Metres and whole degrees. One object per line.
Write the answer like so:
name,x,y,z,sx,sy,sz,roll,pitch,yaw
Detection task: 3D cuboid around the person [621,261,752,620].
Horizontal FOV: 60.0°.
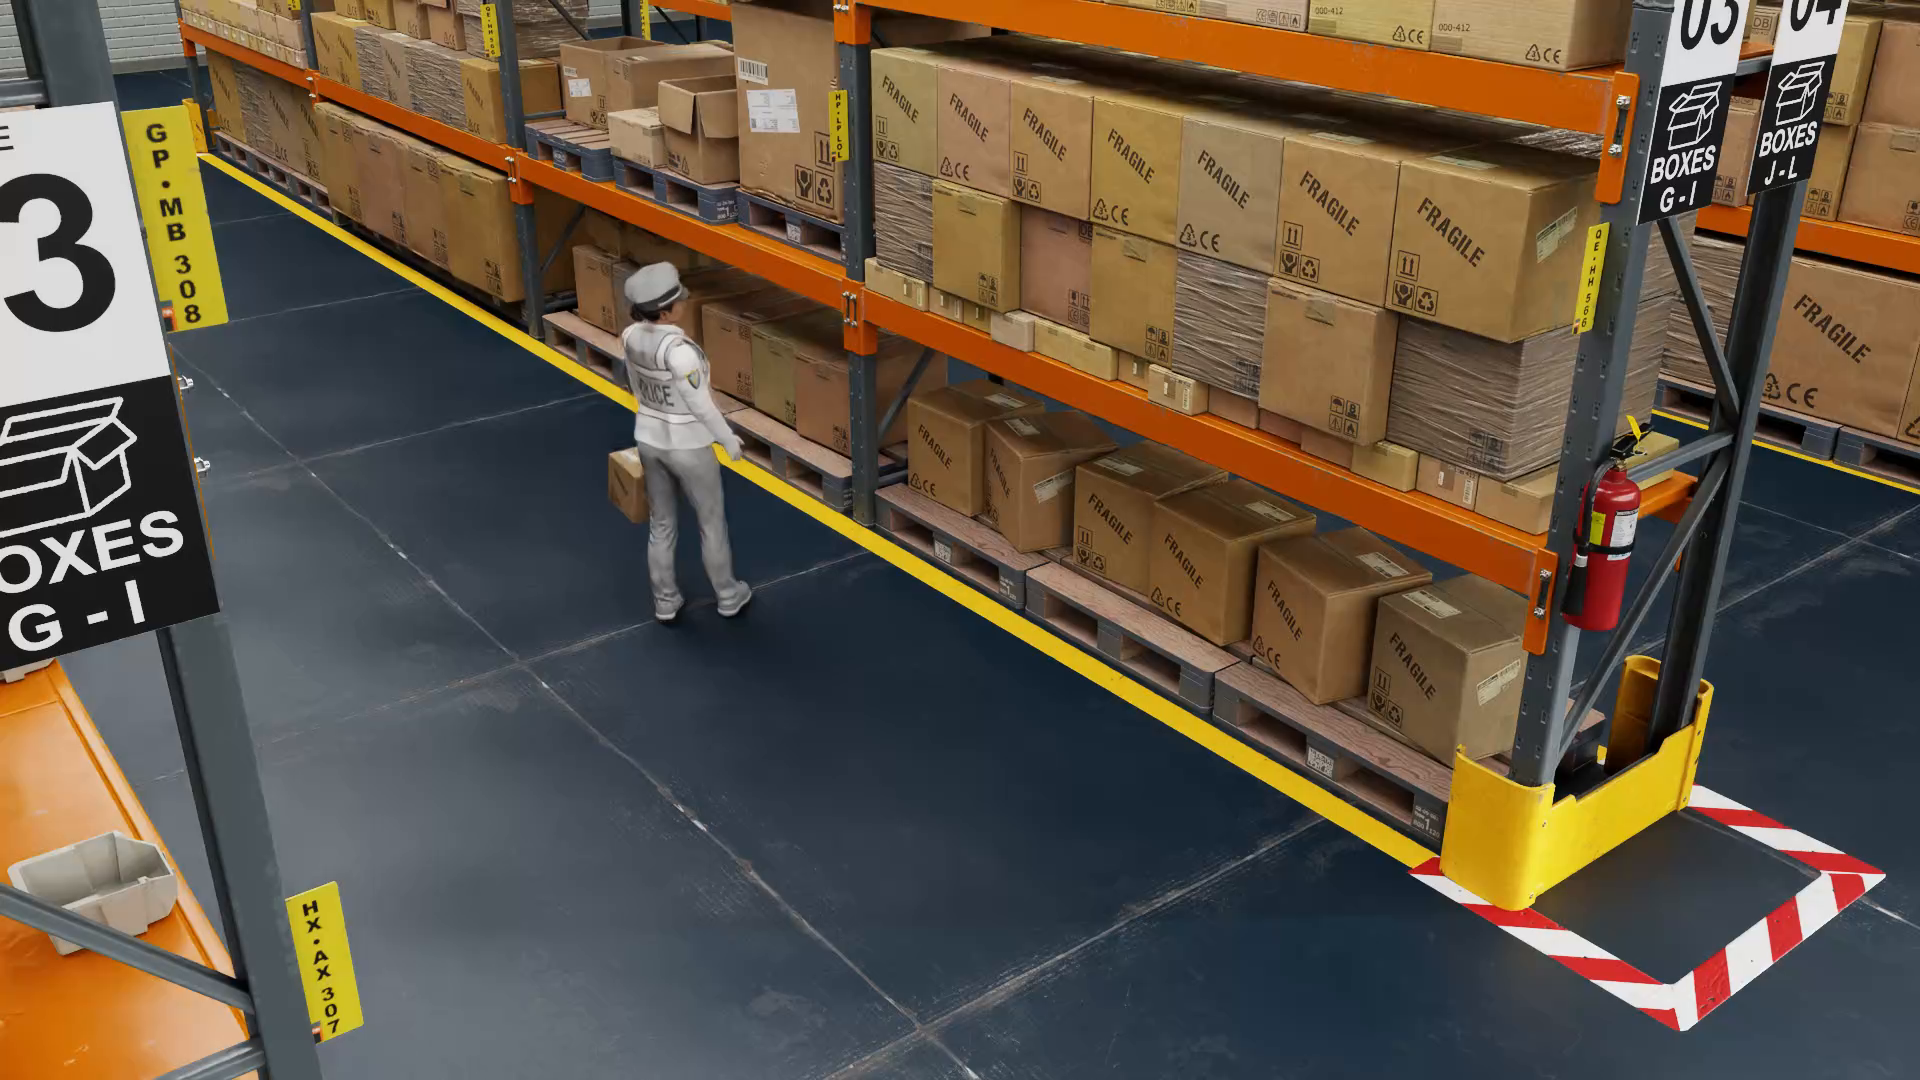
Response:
person,-1.244,-0.436,7.476,0.501,1.694,0.533,17,30,32
